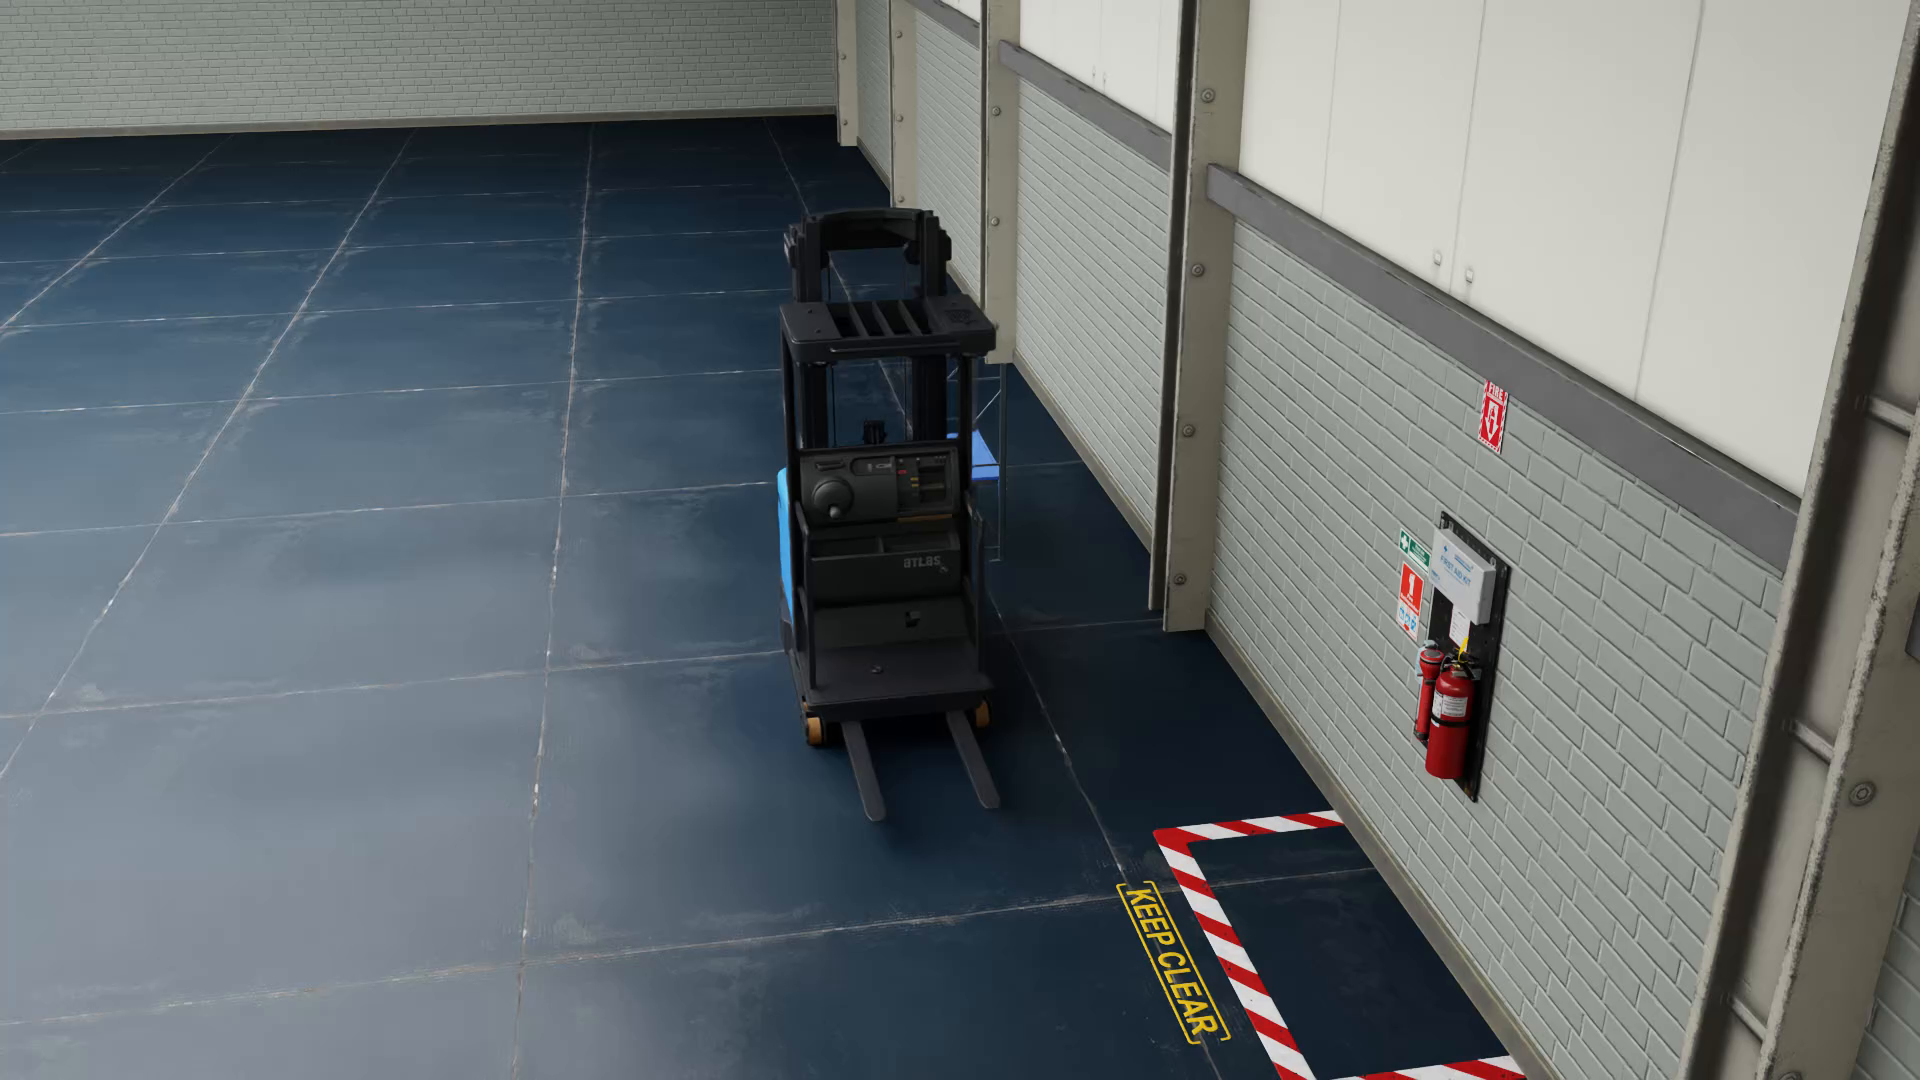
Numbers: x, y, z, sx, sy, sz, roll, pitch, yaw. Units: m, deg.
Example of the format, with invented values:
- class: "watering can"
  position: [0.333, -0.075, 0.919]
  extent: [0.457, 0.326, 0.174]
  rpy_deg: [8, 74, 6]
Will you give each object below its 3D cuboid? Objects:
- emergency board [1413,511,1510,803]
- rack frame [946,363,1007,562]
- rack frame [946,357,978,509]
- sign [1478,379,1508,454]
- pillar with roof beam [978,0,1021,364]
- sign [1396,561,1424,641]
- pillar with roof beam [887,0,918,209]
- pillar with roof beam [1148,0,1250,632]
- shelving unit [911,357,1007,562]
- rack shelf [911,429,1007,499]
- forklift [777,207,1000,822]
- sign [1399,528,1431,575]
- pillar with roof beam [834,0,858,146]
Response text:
- class: "emergency board"
  position: [2.172, 0.536, 7.518]
  extent: [0.194, 1.169, 0.643]
  rpy_deg: [-4, 24, -10]
- class: "rack frame"
  position: [0.078, -0.521, 11.811]
  extent: [0.500, 1.500, 0.032]
  rpy_deg: [-4, 24, -10]
- class: "rack frame"
  position: [-0.110, -0.921, 12.727]
  extent: [0.500, 1.500, 0.032]
  rpy_deg: [-4, 24, -10]
- class: "sign"
  position: [2.268, -0.537, 7.078]
  extent: [0.001, 0.298, 0.199]
  rpy_deg: [-4, 24, -10]
- class: "pillar with roof beam"
  position: [-3.858, -5.640, 14.163]
  extent: [9.100, 9.000, 0.400]
  rpy_deg: [-4, 24, -10]
- class: "sign"
  position: [2.171, 0.294, 8.026]
  extent: [0.001, 0.329, 0.234]
  rpy_deg: [-4, 24, -10]
- class: "pillar with roof beam"
  position: [-4.968, -8.000, 19.567]
  extent: [9.100, 9.000, 0.400]
  rpy_deg: [-4, 24, -10]
- class: "pillar with roof beam"
  position: [-2.749, -3.280, 8.759]
  extent: [9.100, 9.000, 0.400]
  rpy_deg: [-4, 24, -10]
- class: "shelving unit"
  position: [-0.016, -0.721, 12.269]
  extent: [0.538, 1.500, 1.048]
  rpy_deg: [-4, 24, -10]
- class: "rack shelf"
  position: [-0.016, -0.556, 12.341]
  extent: [0.538, 0.185, 1.000]
  rpy_deg: [-4, 24, -10]
- class: "forklift"
  position: [-0.421, -0.303, 9.524]
  extent: [1.130, 2.935, 3.031]
  rpy_deg: [-5, 24, -10]
- class: "sign"
  position: [2.163, 0.054, 7.915]
  extent: [0.001, 0.109, 0.331]
  rpy_deg: [-4, 24, -10]
- class: "pillar with roof beam"
  position: [-6.077, -10.360, 24.970]
  extent: [9.100, 9.000, 0.400]
  rpy_deg: [-4, 24, -10]
